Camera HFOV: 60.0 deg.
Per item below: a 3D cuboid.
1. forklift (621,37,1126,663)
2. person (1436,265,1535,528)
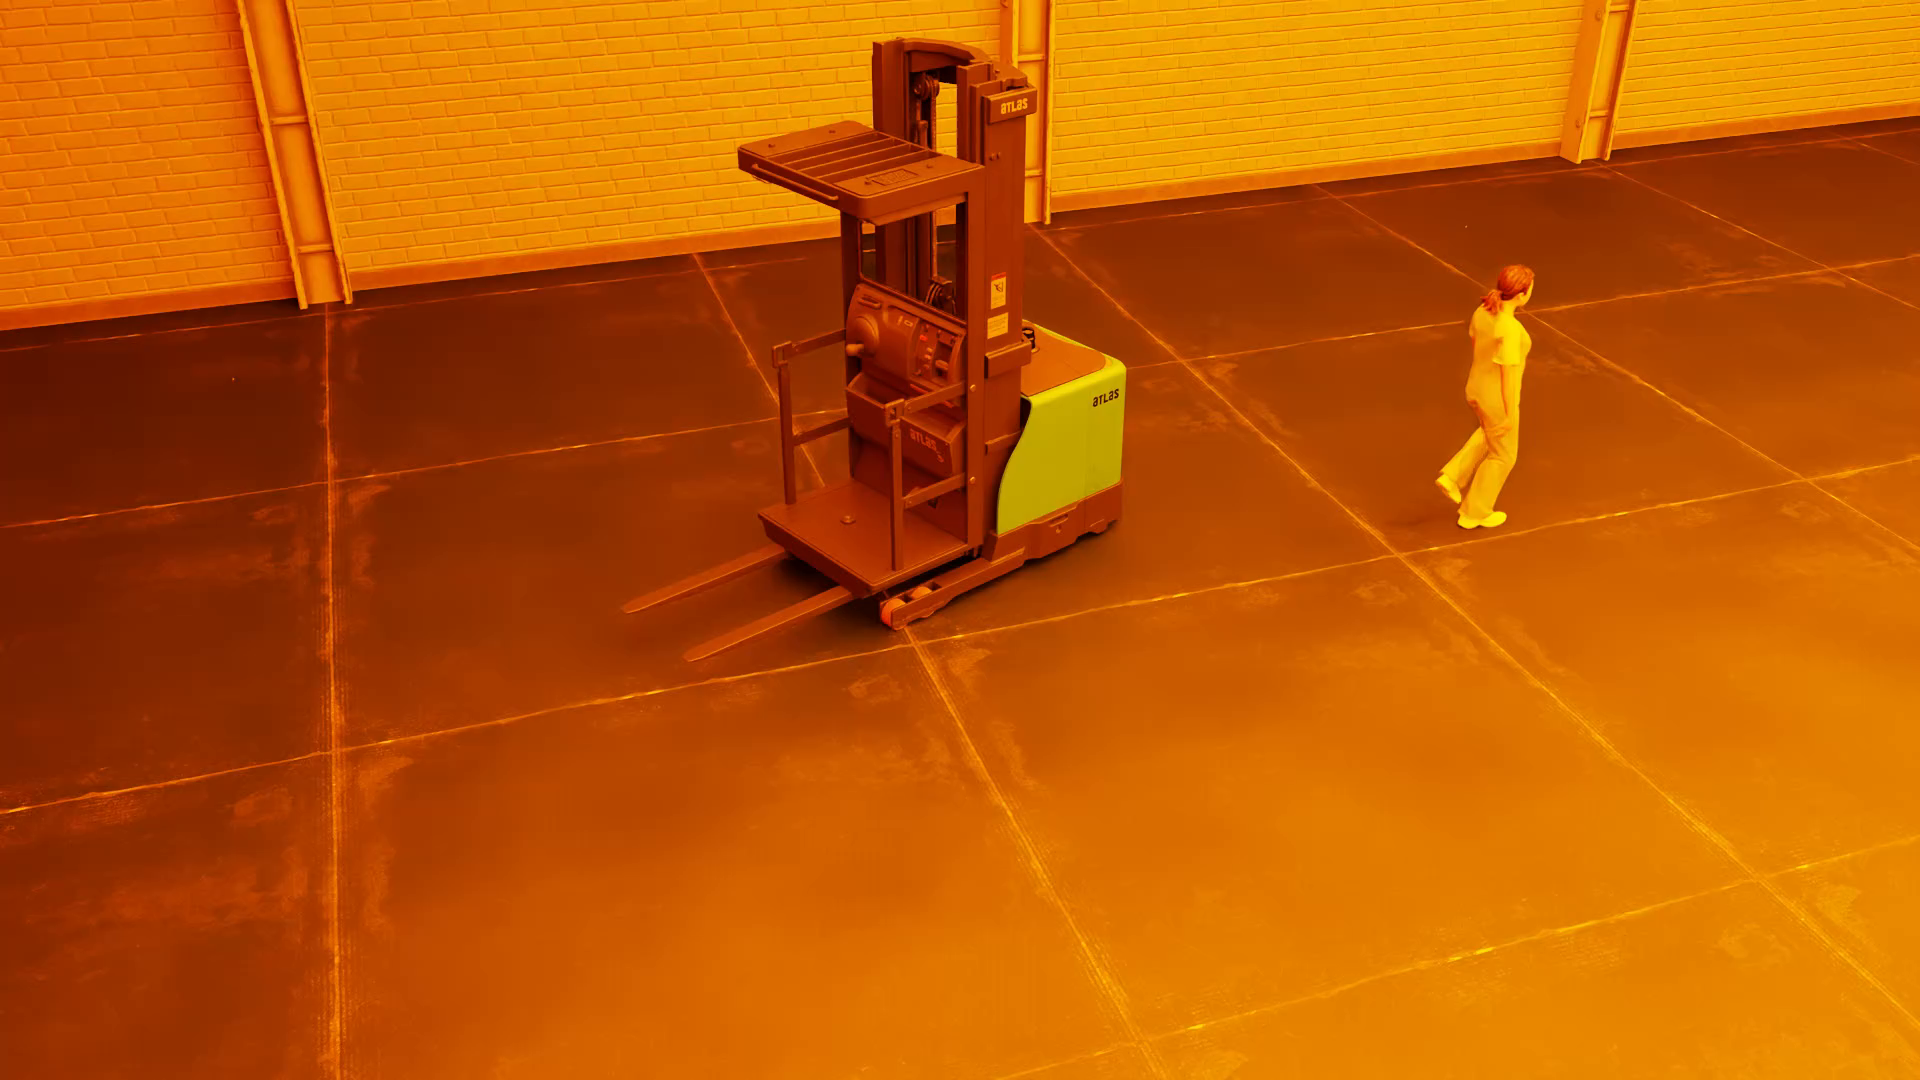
[{"bbox_3d":[-0.461,-1.072,8.951,3.031,2.935,1.130,-23,37,-34],"label":"forklift"},{"bbox_3d":[3.173,-0.847,9.841,0.468,1.655,0.601,-8,31,-14],"label":"person"}]
